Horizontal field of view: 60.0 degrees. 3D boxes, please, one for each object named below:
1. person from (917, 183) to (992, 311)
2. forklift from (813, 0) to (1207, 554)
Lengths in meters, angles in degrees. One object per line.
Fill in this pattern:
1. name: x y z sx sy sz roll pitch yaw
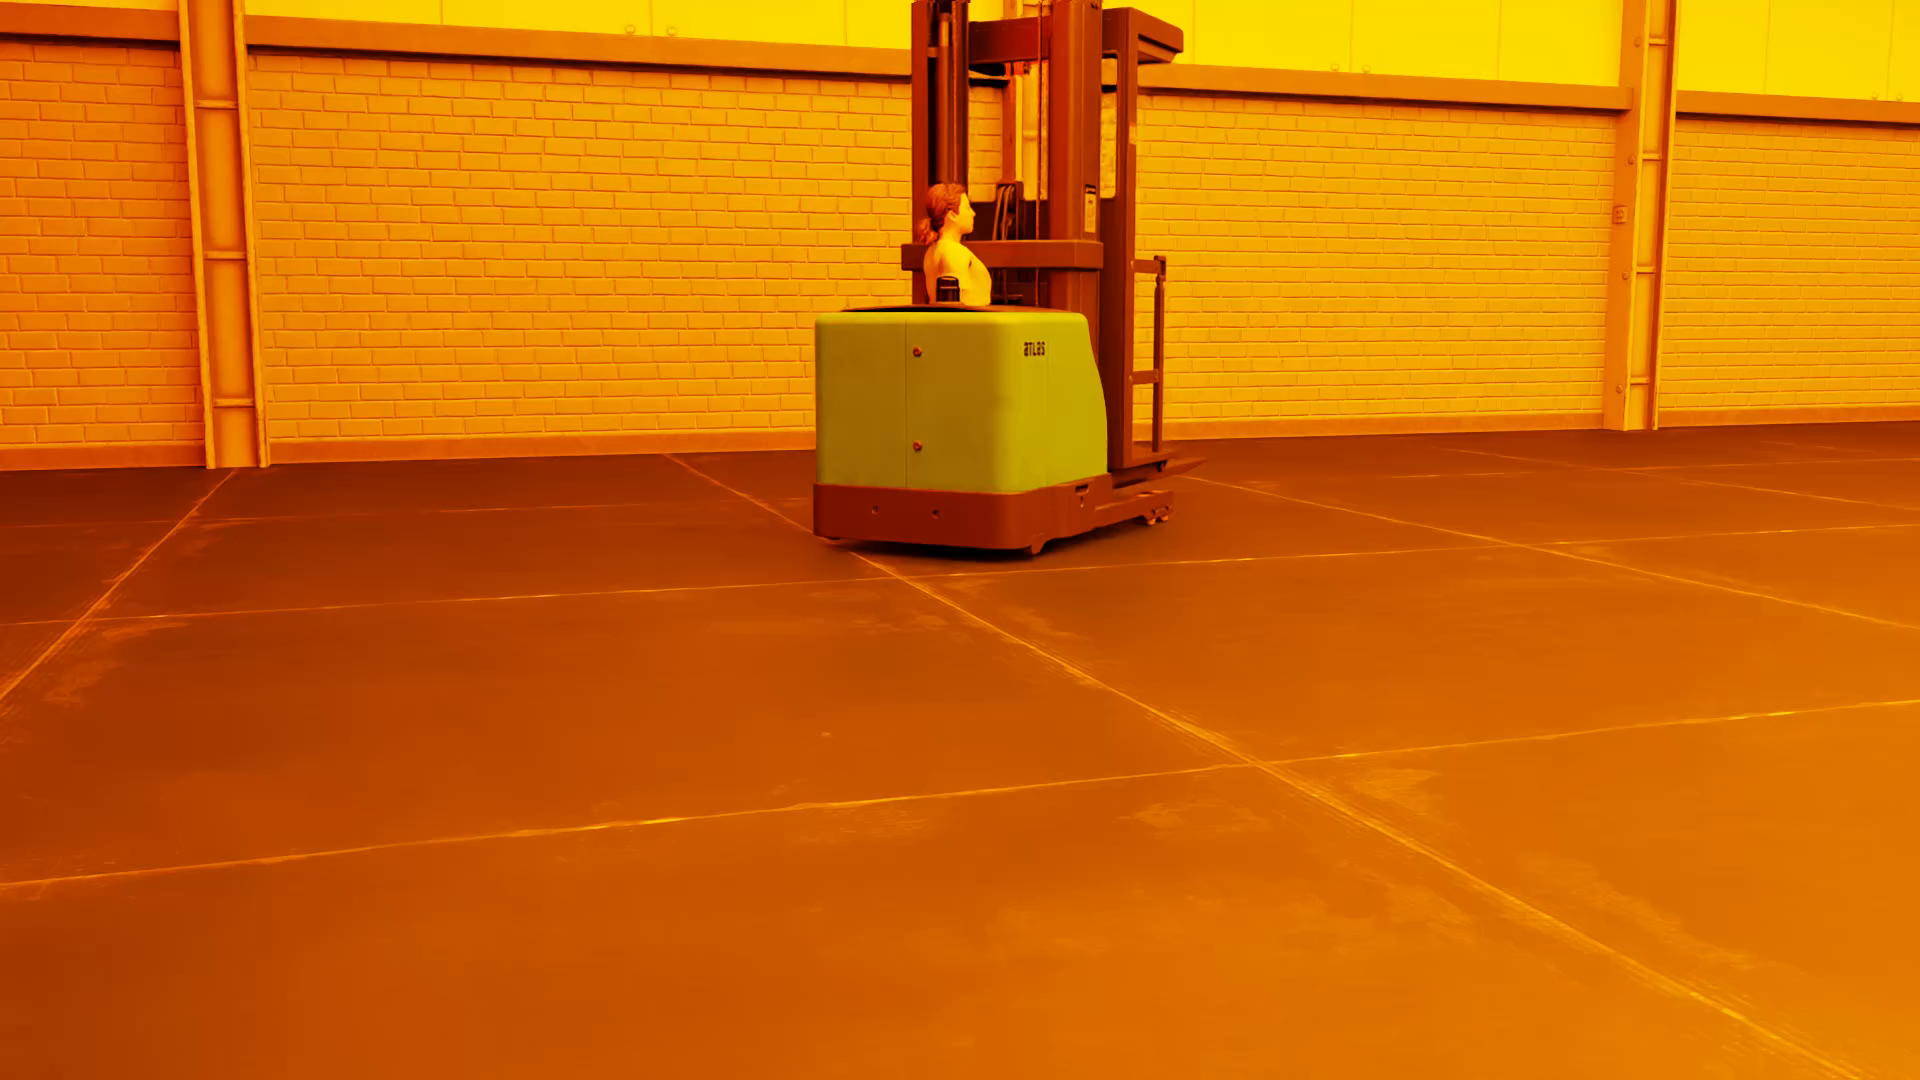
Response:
1. person: 0.014 -0.827 7.820 0.445 1.669 0.437 -3 8 -18
2. forklift: 0.459 -1.549 8.437 1.130 2.935 3.031 4 9 27
